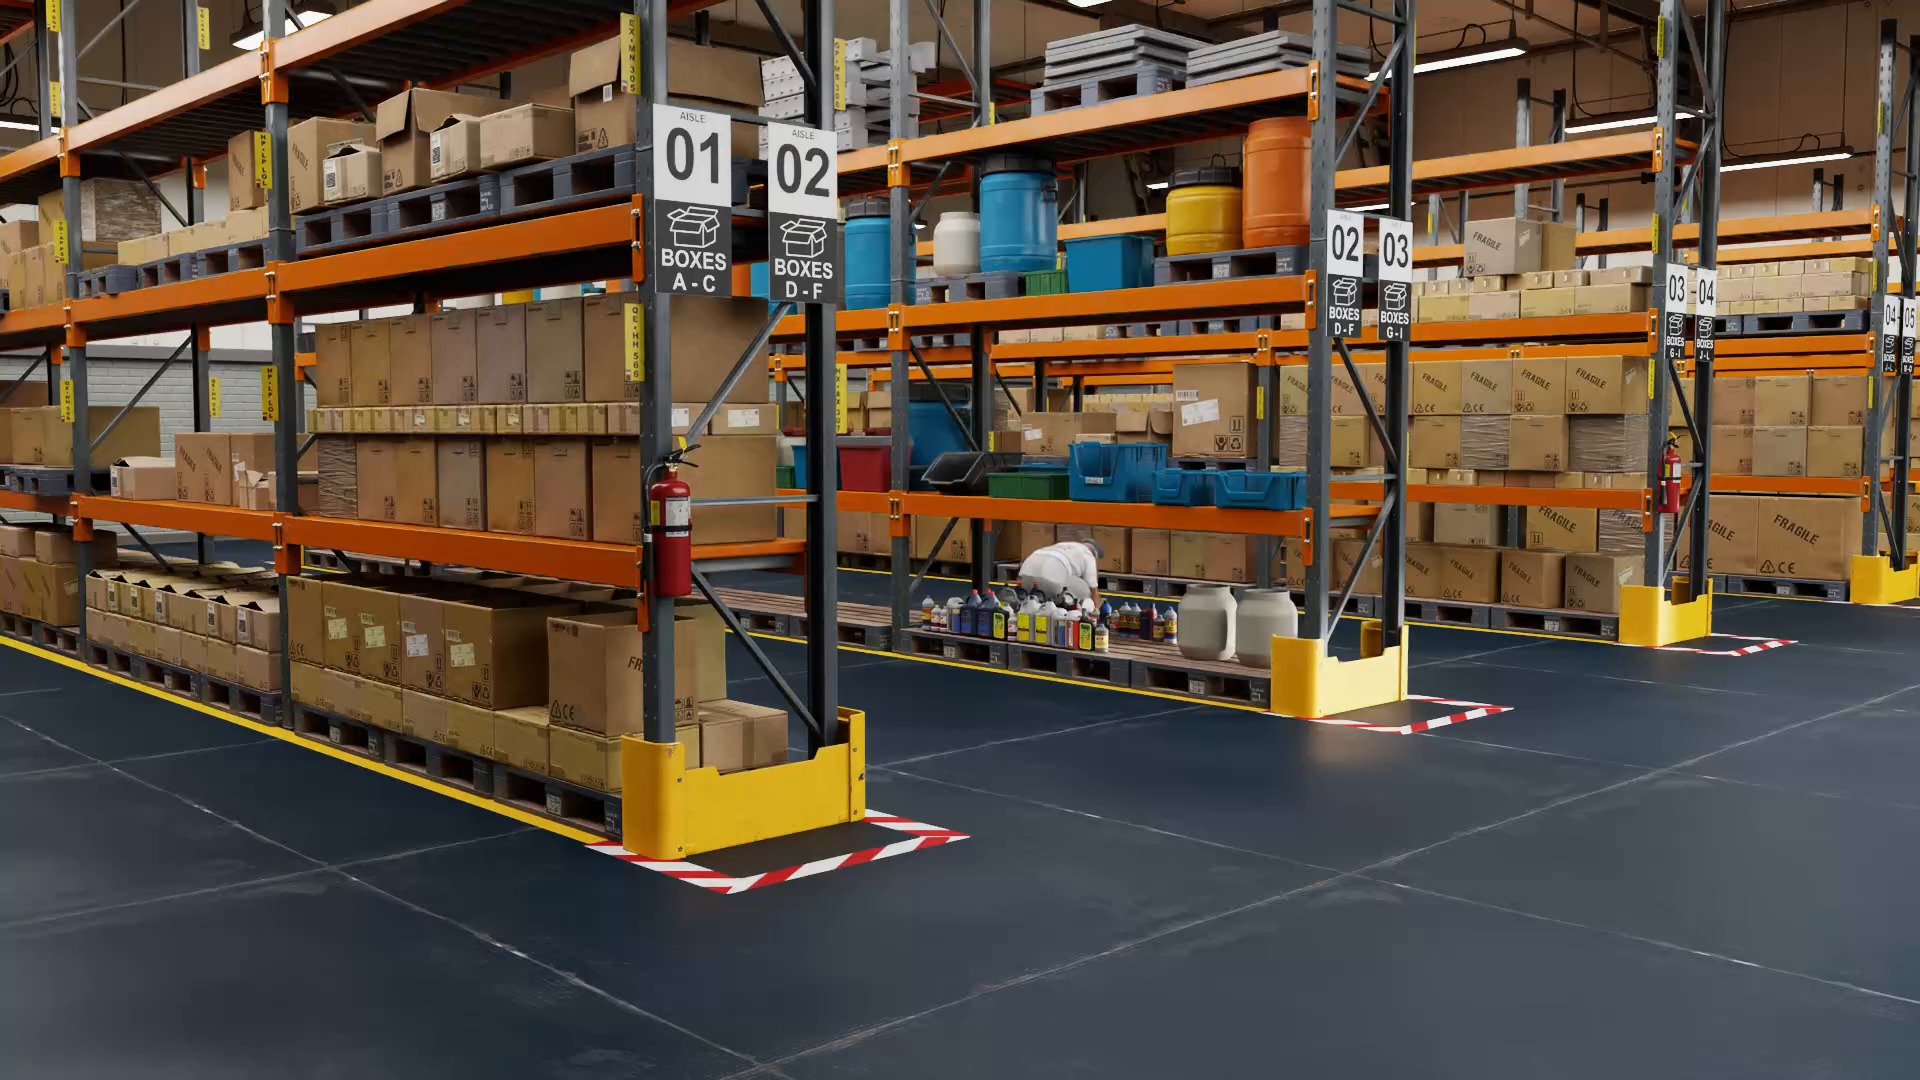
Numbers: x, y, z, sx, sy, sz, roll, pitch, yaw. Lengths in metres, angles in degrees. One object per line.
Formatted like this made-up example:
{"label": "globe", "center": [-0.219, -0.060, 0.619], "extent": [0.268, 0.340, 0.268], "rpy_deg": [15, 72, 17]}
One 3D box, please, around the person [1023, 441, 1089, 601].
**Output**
{"label": "person", "center": [0.863, -0.041, 15.119], "extent": [0.605, 1.722, 0.478], "rpy_deg": [-4, 5, -45]}
